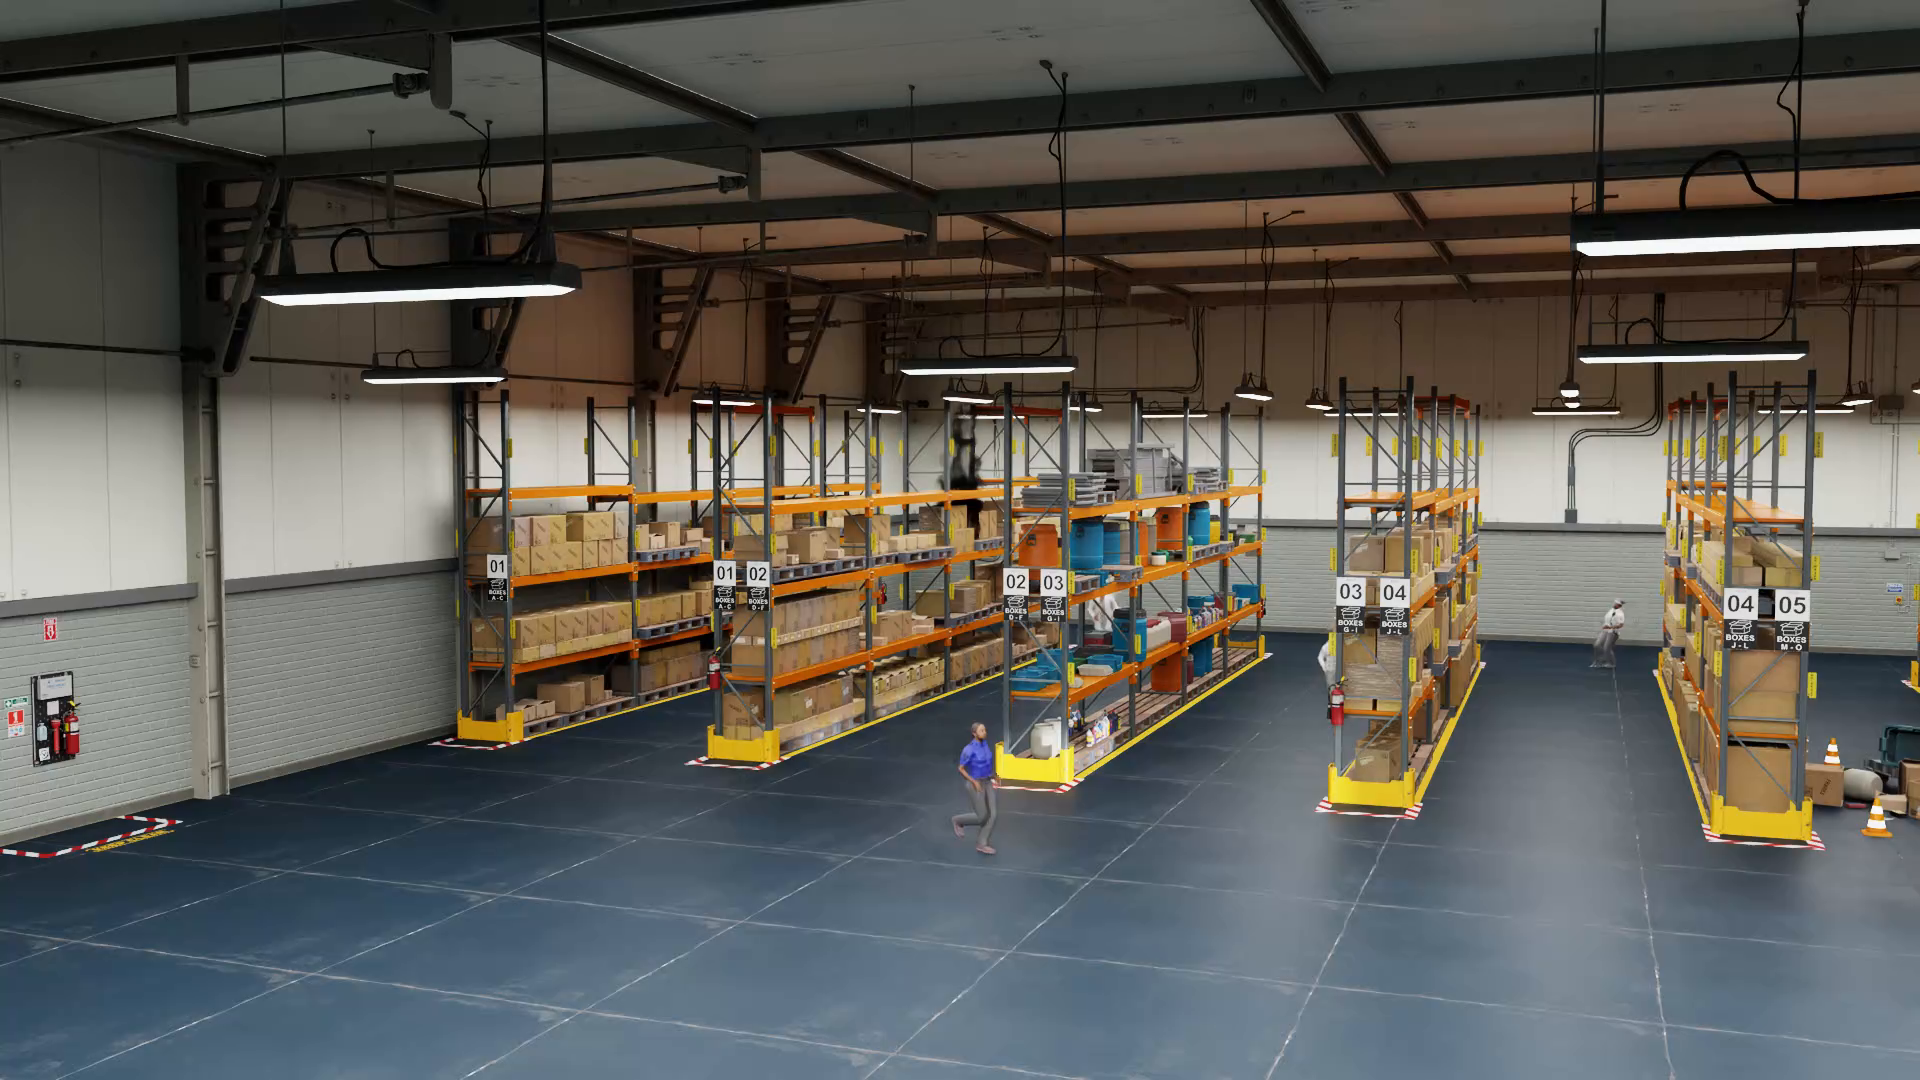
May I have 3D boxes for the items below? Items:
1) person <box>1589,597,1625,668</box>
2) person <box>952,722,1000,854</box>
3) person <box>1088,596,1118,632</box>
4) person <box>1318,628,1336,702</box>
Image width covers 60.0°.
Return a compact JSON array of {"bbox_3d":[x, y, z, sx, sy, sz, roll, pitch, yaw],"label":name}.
[{"bbox_3d":[14.699,2.124,37.691,0.542,1.675,0.721,-1,3,-12],"label":"person"},{"bbox_3d":[0.208,3.065,20.661,0.612,1.618,0.575,3,4,40],"label":"person"},{"bbox_3d":[3.435,2.006,39.889,0.735,1.638,0.671,0,3,8],"label":"person"},{"bbox_3d":[6.992,2.469,31.072,0.624,1.658,0.545,1,3,22],"label":"person"}]
